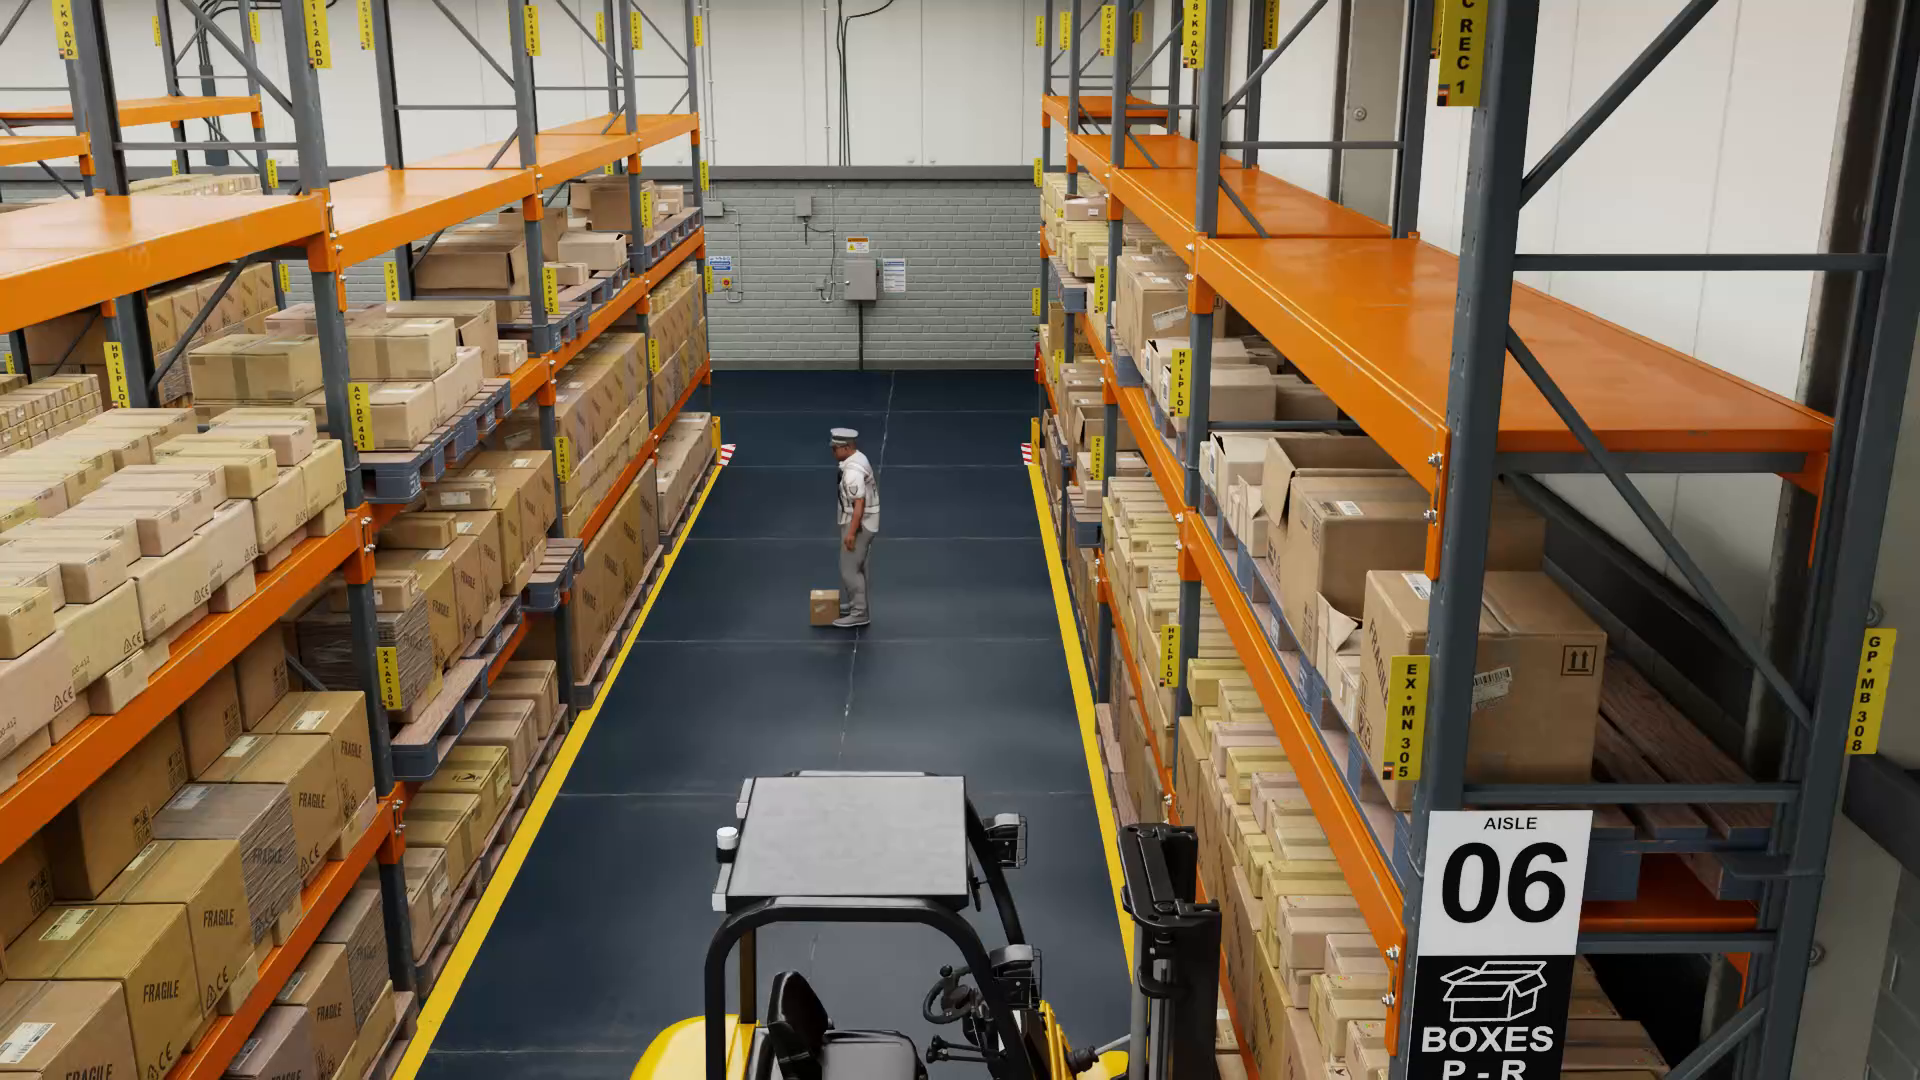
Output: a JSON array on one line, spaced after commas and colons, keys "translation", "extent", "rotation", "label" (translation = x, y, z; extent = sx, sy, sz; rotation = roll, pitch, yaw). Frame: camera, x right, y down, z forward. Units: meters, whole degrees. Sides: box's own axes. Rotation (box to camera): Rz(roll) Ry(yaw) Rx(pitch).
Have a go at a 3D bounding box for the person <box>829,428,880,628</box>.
[{"translation": [-0.913, -0.124, 14.518], "extent": [0.435, 1.747, 0.580], "rotation": [-1, 17, -3], "label": "person"}]
